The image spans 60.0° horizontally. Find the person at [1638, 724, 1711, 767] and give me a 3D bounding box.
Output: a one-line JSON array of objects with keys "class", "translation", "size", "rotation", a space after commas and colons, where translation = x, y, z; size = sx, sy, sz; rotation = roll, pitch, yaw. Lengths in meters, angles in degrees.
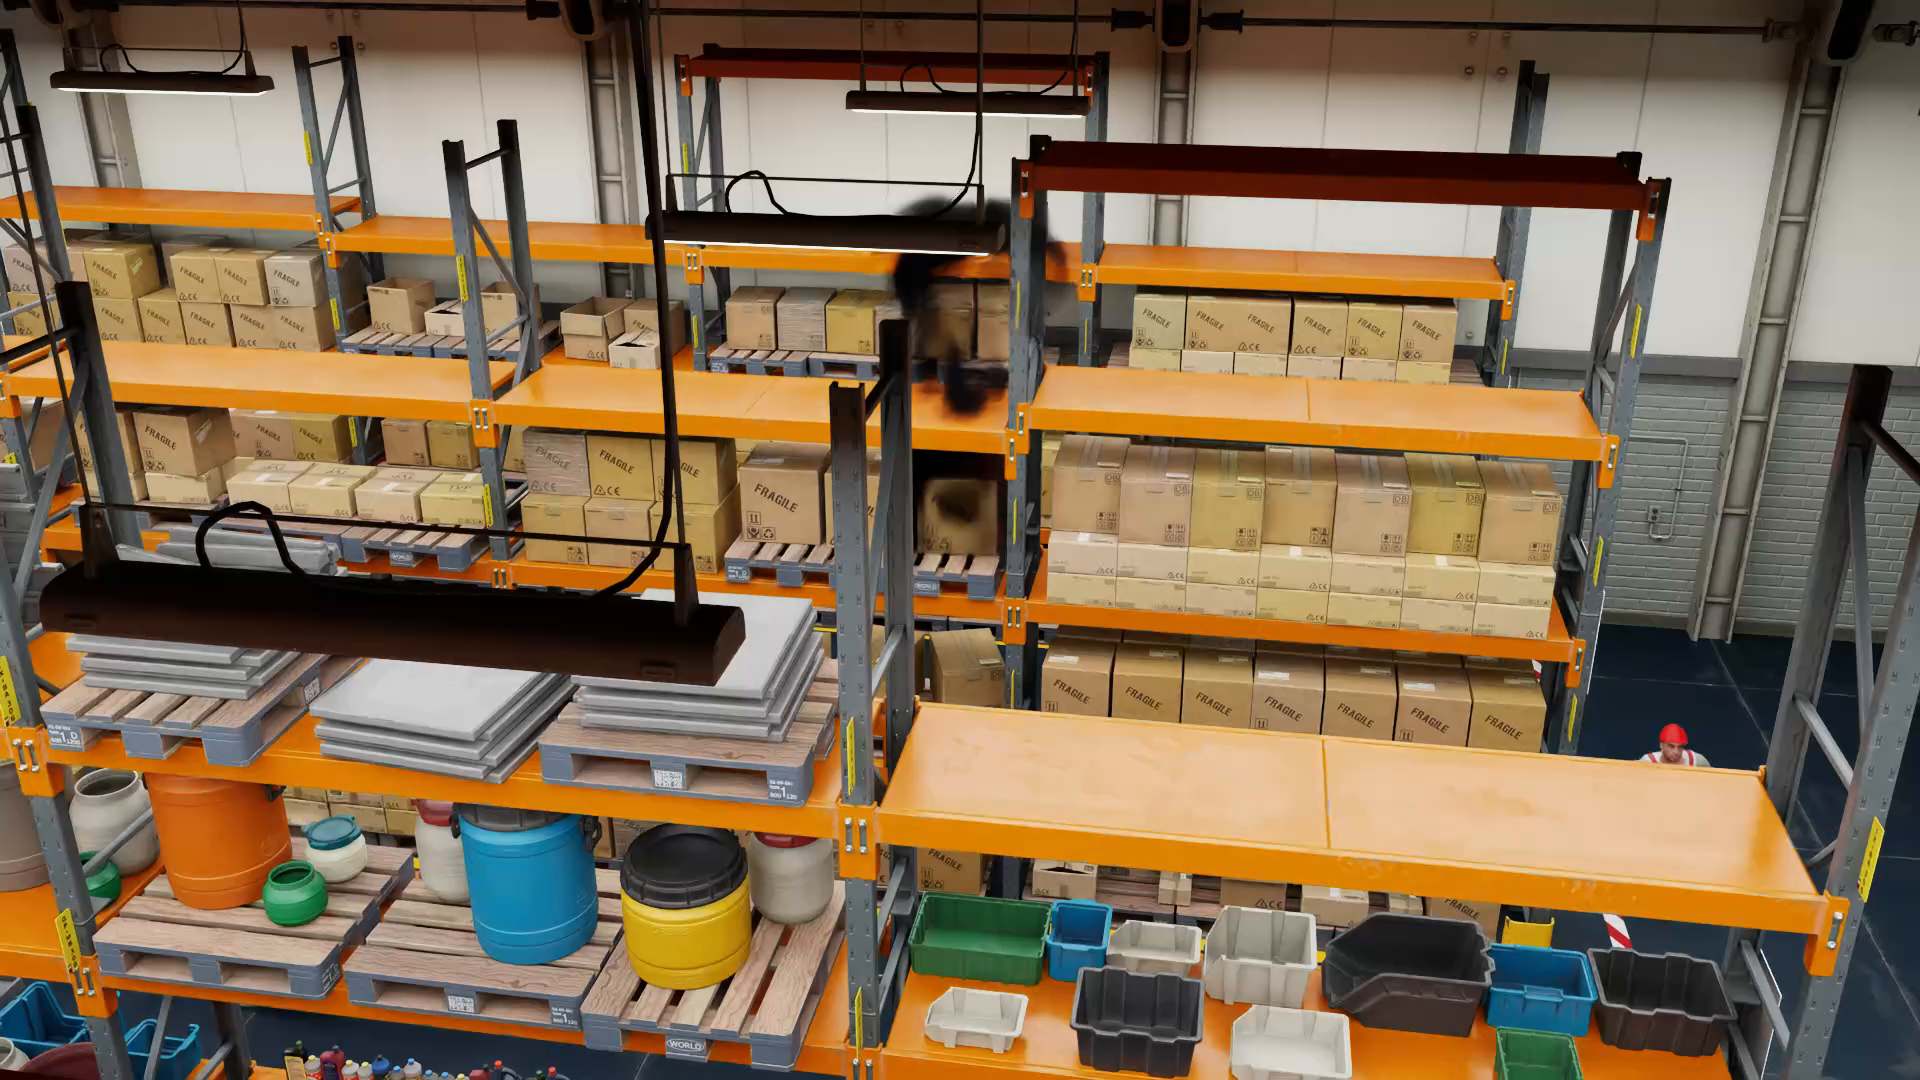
[{"class": "person", "translation": [5.519, 2.211, 12.943], "size": [0.680, 1.710, 0.584], "rotation": [5, 23, 11]}]

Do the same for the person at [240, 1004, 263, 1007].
[{"class": "person", "translation": [-5.207, 2.730, 11.942], "size": [0.707, 1.600, 0.554], "rotation": [1, 23, 3]}]
